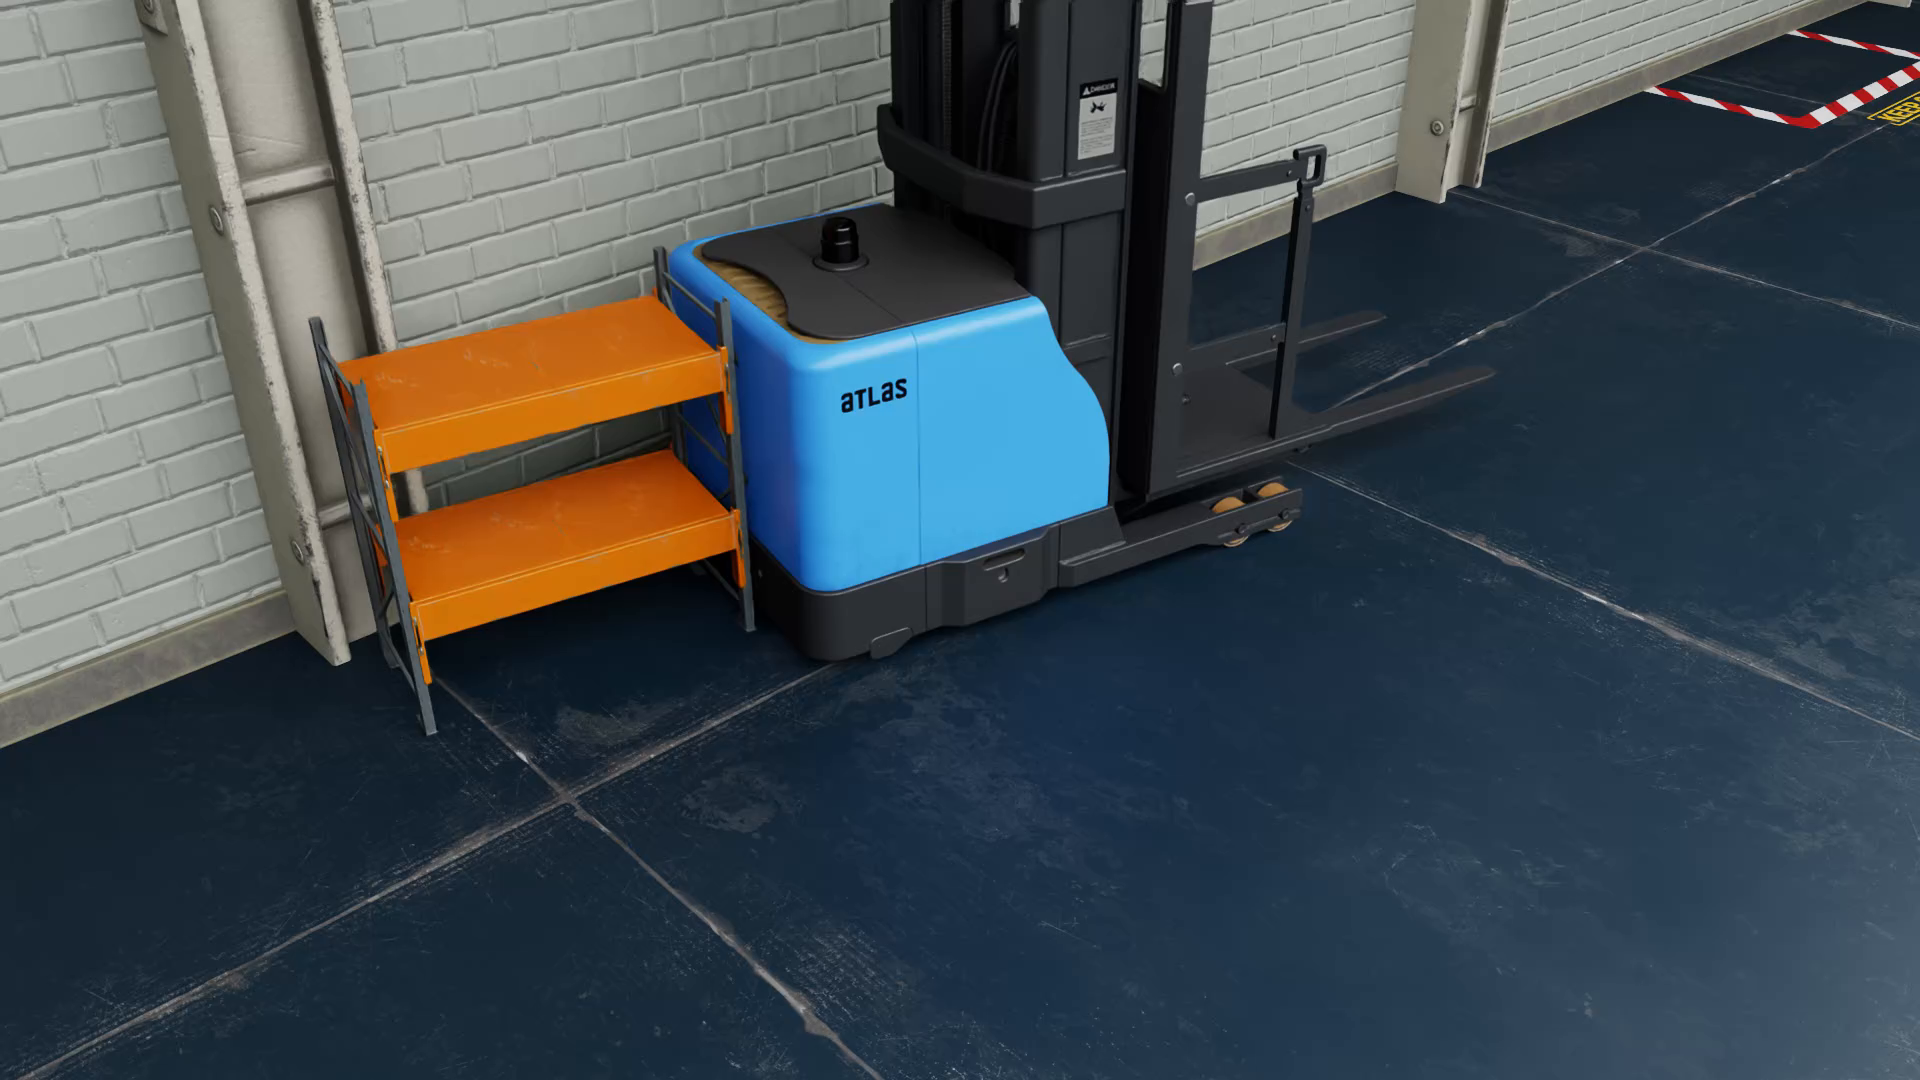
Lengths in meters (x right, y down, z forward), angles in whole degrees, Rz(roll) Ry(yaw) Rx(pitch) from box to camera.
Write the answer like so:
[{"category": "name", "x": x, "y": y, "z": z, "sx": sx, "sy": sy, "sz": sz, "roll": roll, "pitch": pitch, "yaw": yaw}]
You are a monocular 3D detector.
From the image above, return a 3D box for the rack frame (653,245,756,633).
[{"category": "rack frame", "x": -0.791, "y": -0.301, "z": 5.164, "sx": 0.032, "sy": 1.125, "sz": 0.500, "roll": -18, "pitch": 36, "yaw": -26}]

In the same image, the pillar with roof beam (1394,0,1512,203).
[{"category": "pillar with roof beam", "x": 5.445, "y": -4.060, "z": 3.764, "sx": 0.400, "sy": 9.000, "sz": 9.100, "roll": -26, "pitch": 40, "yaw": -35}]

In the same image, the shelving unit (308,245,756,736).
[{"category": "shelving unit", "x": -1.226, "y": -0.164, "z": 4.939, "sx": 1.048, "sy": 1.125, "sz": 0.538, "roll": -18, "pitch": 36, "yaw": -26}]

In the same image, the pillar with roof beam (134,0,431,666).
[{"category": "pillar with roof beam", "x": 1.045, "y": -1.932, "z": 0.284, "sx": 0.400, "sy": 9.000, "sz": 9.100, "roll": -26, "pitch": 40, "yaw": -35}]

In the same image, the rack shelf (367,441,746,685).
[{"category": "rack shelf", "x": -1.226, "y": 0.045, "z": 5.067, "sx": 1.000, "sy": 0.278, "sz": 0.538, "roll": -18, "pitch": 36, "yaw": -26}]

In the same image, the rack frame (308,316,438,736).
[{"category": "rack frame", "x": -1.661, "y": -0.026, "z": 4.715, "sx": 0.032, "sy": 1.125, "sz": 0.500, "roll": -18, "pitch": 36, "yaw": -26}]

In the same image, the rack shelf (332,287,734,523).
[{"category": "rack shelf", "x": -1.226, "y": -0.413, "z": 4.787, "sx": 1.000, "sy": 0.278, "sz": 0.538, "roll": -18, "pitch": 36, "yaw": -26}]

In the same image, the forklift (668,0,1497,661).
[{"category": "forklift", "x": 0.596, "y": -1.446, "z": 5.304, "sx": 3.031, "sy": 2.935, "sz": 1.130, "roll": -18, "pitch": 36, "yaw": -26}]
